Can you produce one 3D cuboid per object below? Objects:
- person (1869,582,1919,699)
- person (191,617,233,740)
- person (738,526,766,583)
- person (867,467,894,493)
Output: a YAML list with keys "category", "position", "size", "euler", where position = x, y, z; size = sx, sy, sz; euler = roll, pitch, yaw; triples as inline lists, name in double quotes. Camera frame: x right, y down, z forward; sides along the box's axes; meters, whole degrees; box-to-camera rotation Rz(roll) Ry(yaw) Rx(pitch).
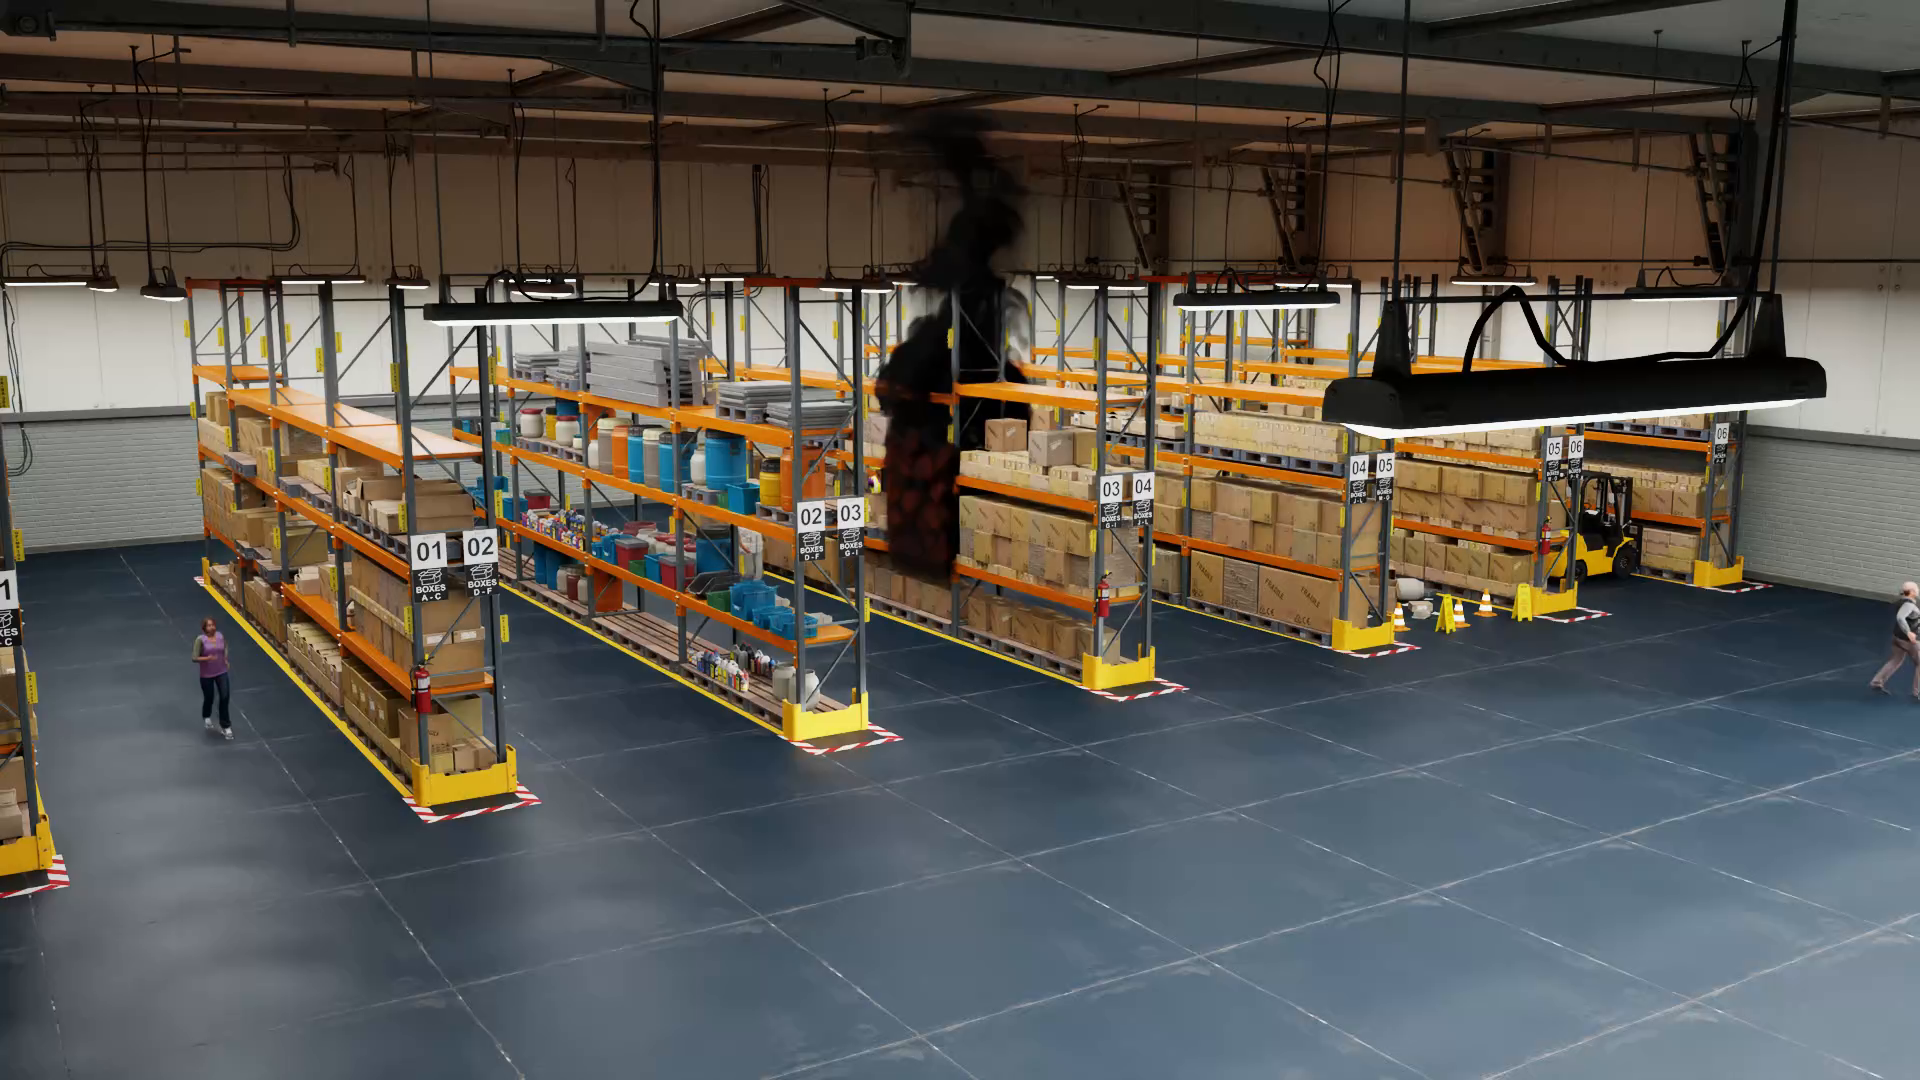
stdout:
- category: "person"
  position: [13.640, 1.482, 23.992]
  size: [0.801, 1.777, 0.635]
  euler: [1, 10, 6]
- category: "person"
  position: [-9.990, 1.818, 22.250]
  size: [0.532, 1.612, 0.799]
  euler: [-8, 12, -40]
- category: "person"
  position: [-3.788, 0.229, 30.056]
  size: [0.612, 1.665, 0.621]
  euler: [-8, 13, -40]
- category: "person"
  position: [-1.815, -0.810, 37.478]
  size: [0.677, 1.825, 0.791]
  euler: [-6, 11, -33]
